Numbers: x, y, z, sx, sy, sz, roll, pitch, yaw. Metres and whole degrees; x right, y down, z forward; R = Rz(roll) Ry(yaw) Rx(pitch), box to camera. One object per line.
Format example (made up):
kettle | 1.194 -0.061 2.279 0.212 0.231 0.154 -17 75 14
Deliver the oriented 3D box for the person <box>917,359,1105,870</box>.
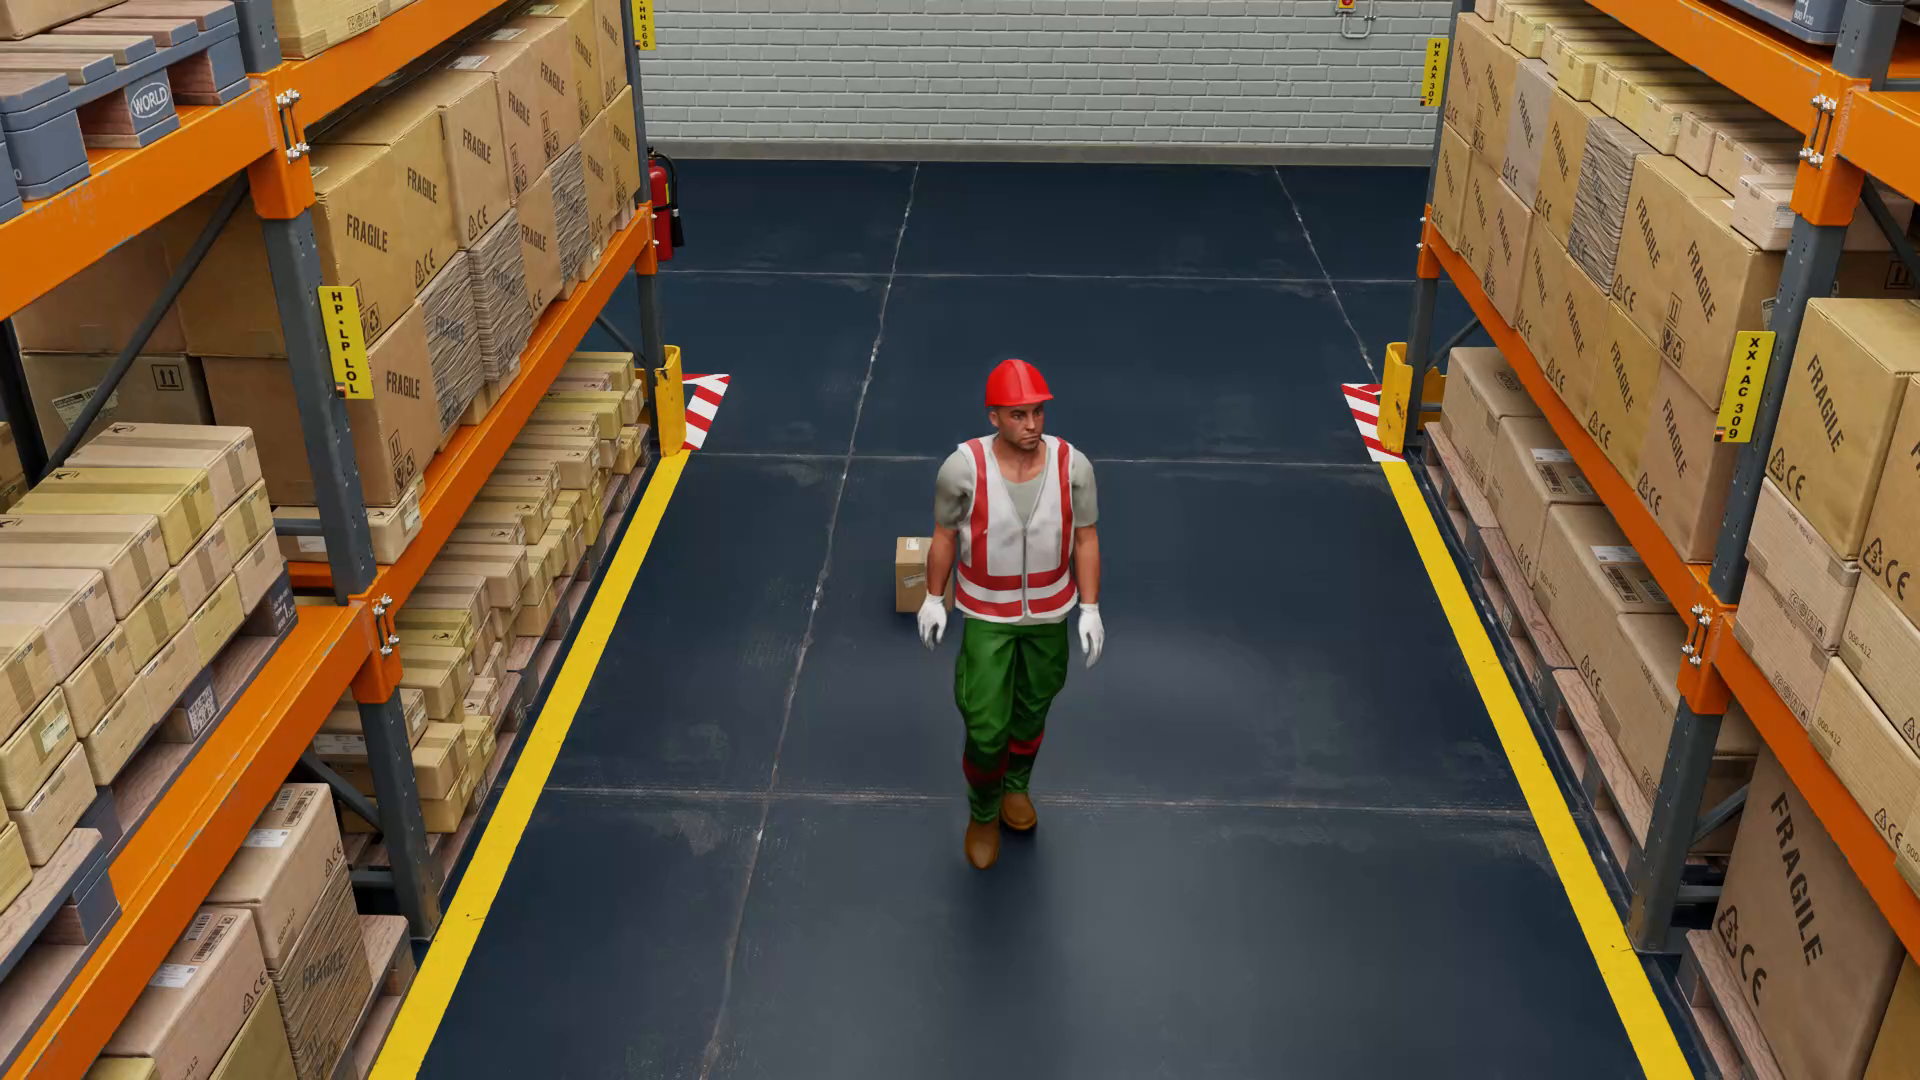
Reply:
person | 0.177 0.275 5.561 0.592 1.834 0.511 -6 28 -12
